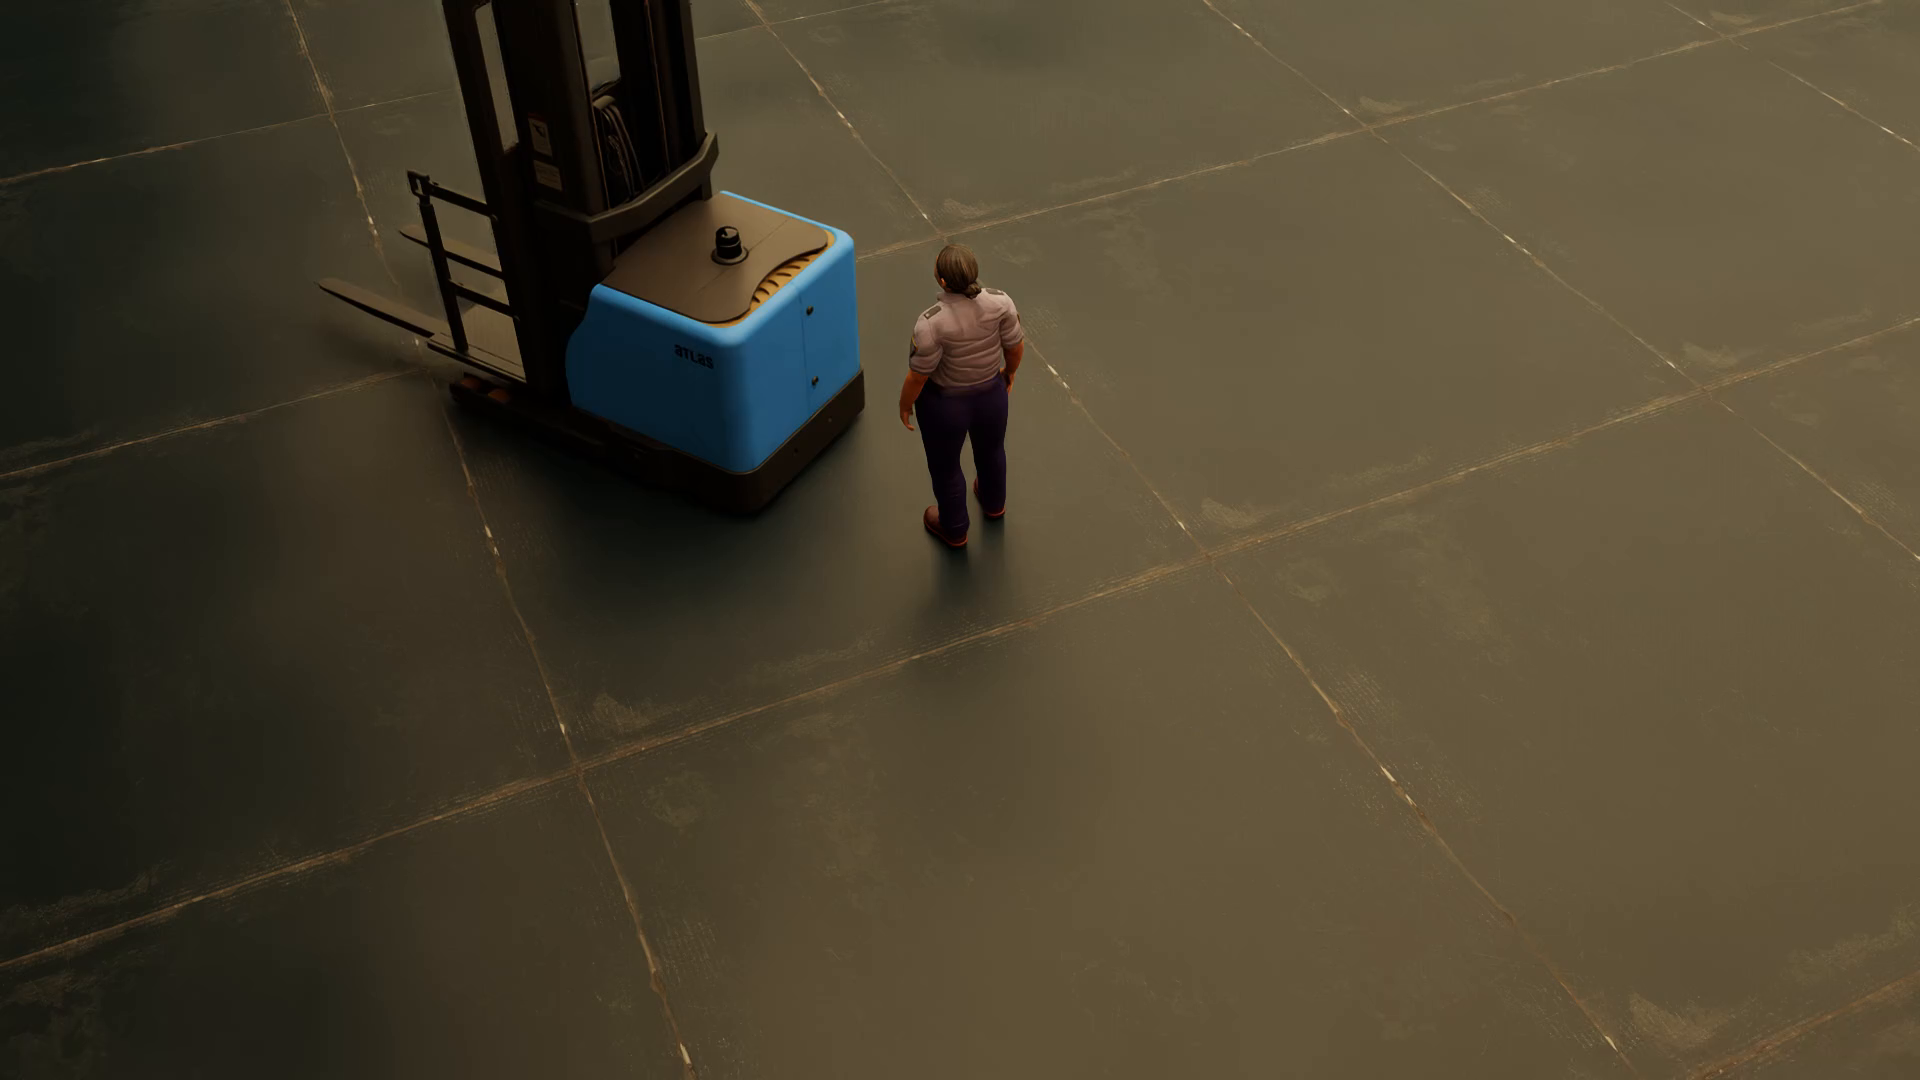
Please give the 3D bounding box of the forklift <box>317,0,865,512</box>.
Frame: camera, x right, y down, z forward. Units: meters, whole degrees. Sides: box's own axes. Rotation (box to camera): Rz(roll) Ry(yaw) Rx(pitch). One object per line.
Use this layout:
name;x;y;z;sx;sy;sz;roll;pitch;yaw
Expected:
forklift;-2.010;-1.960;7.781;3.031;2.935;1.130;22;47;22

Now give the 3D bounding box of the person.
person;-0.017;-0.670;7.328;0.598;1.651;0.502;-18;46;-18
